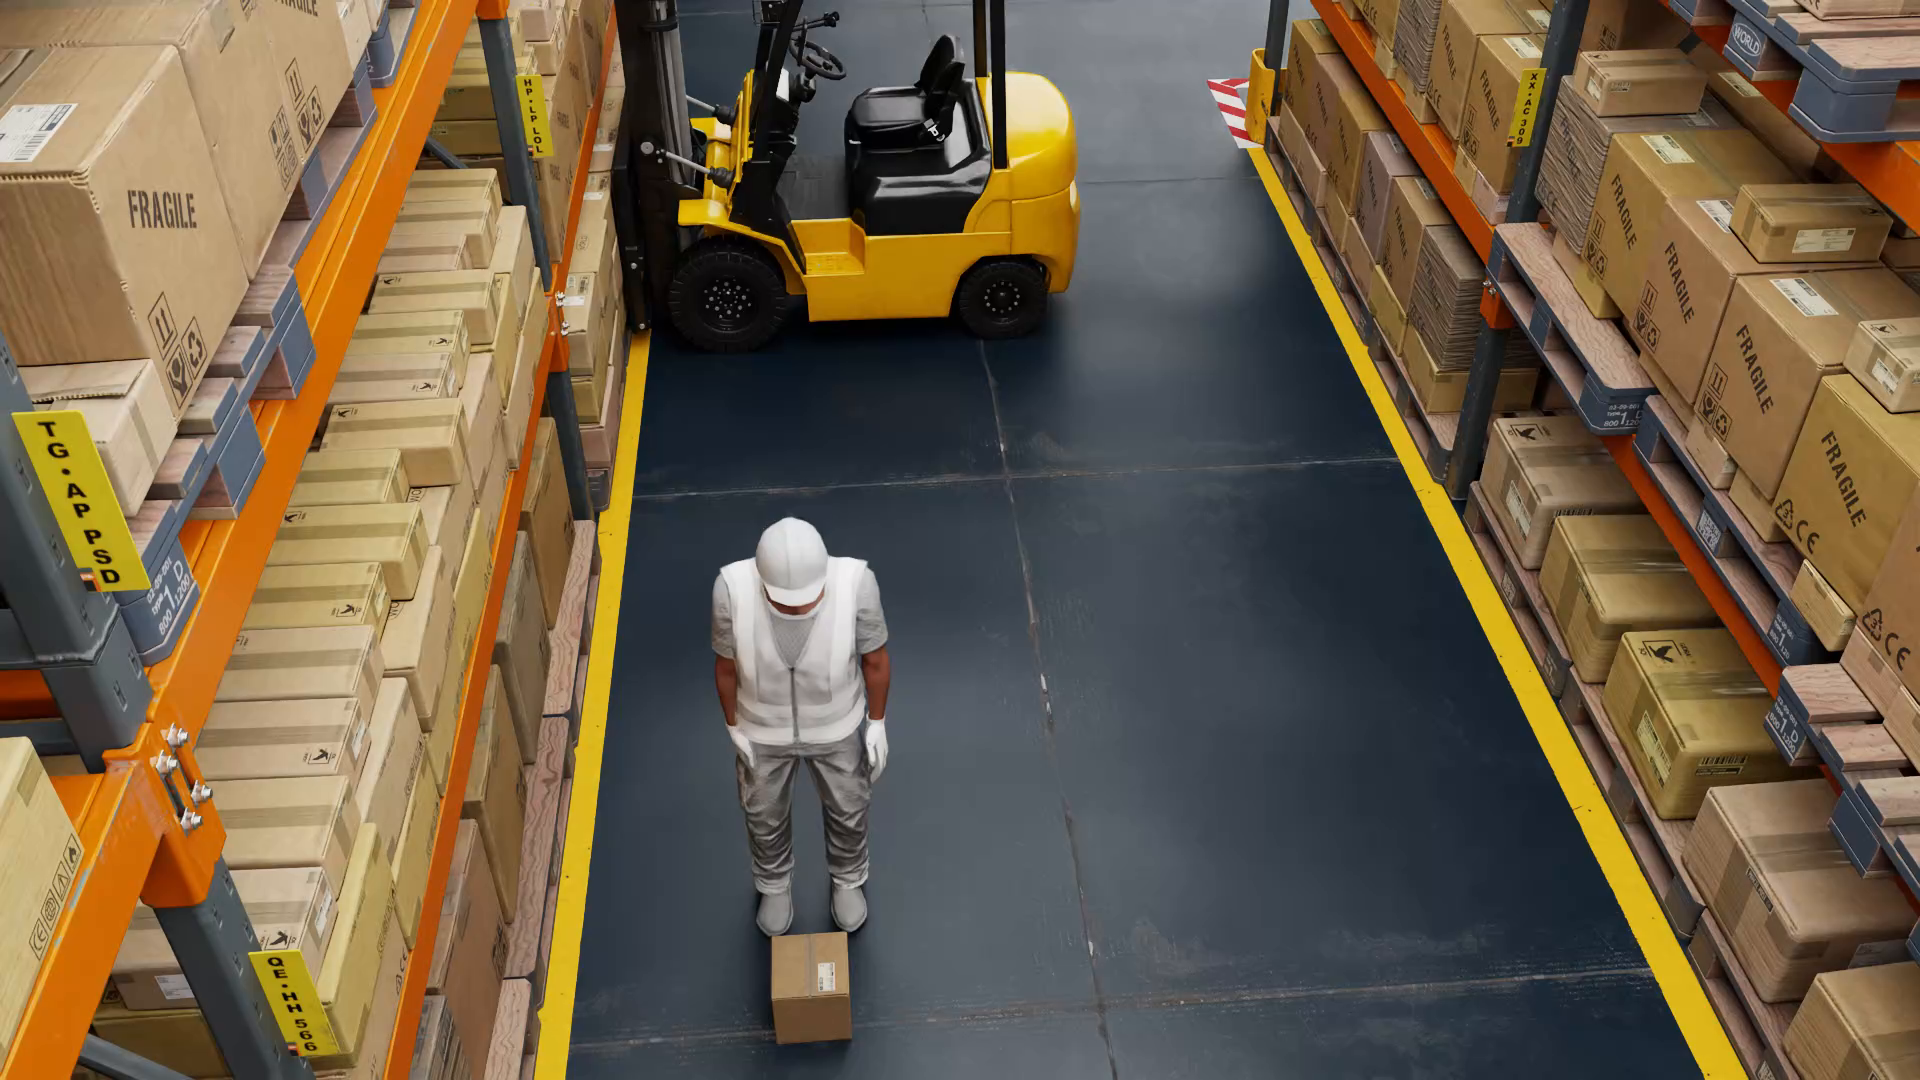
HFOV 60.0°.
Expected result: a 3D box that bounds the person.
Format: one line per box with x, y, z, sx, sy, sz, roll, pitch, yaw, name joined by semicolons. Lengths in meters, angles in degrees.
-0.501;0.604;5.407;0.557;1.761;0.400;-2;39;-3;person
